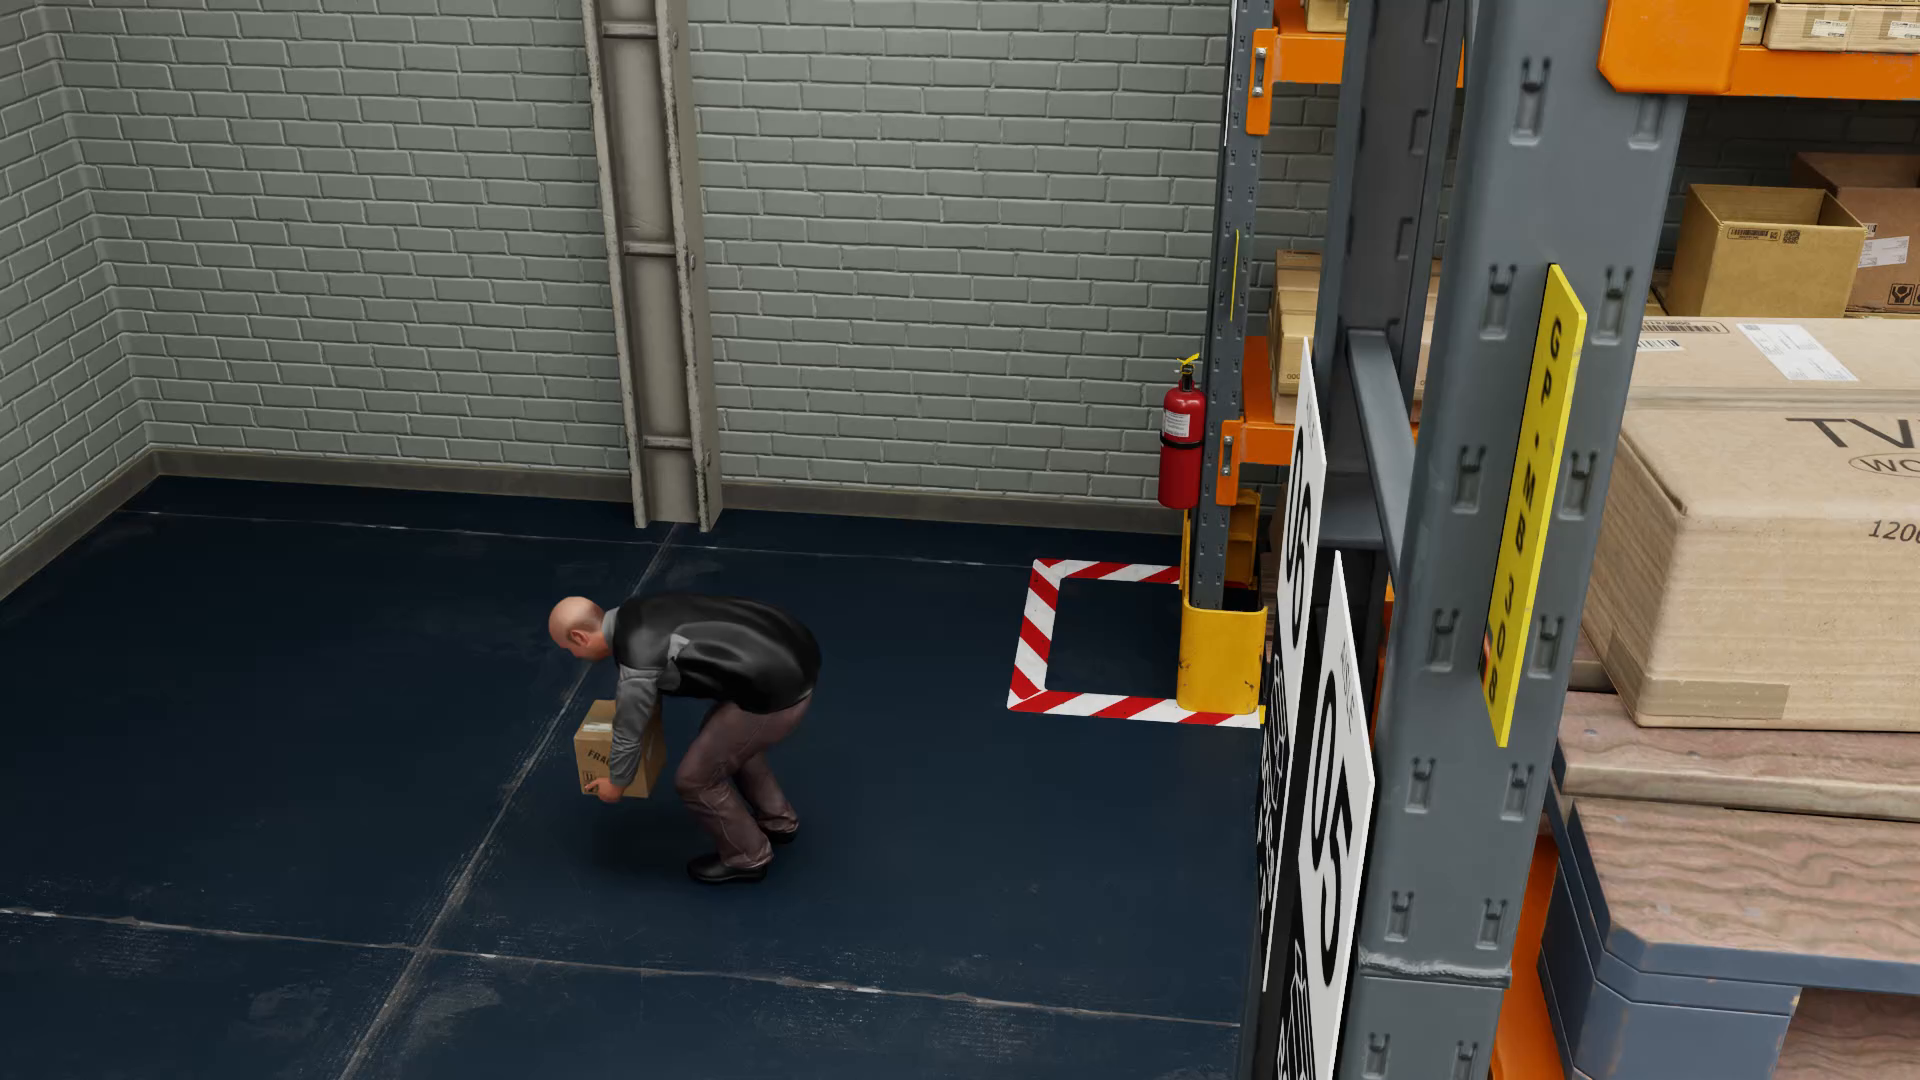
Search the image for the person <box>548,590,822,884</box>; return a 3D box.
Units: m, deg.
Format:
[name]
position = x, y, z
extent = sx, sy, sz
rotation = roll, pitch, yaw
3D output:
[person]
position = -0.966, 0.692, 6.008
extent = 0.946, 1.108, 0.482
rotation = 2, 28, 4
